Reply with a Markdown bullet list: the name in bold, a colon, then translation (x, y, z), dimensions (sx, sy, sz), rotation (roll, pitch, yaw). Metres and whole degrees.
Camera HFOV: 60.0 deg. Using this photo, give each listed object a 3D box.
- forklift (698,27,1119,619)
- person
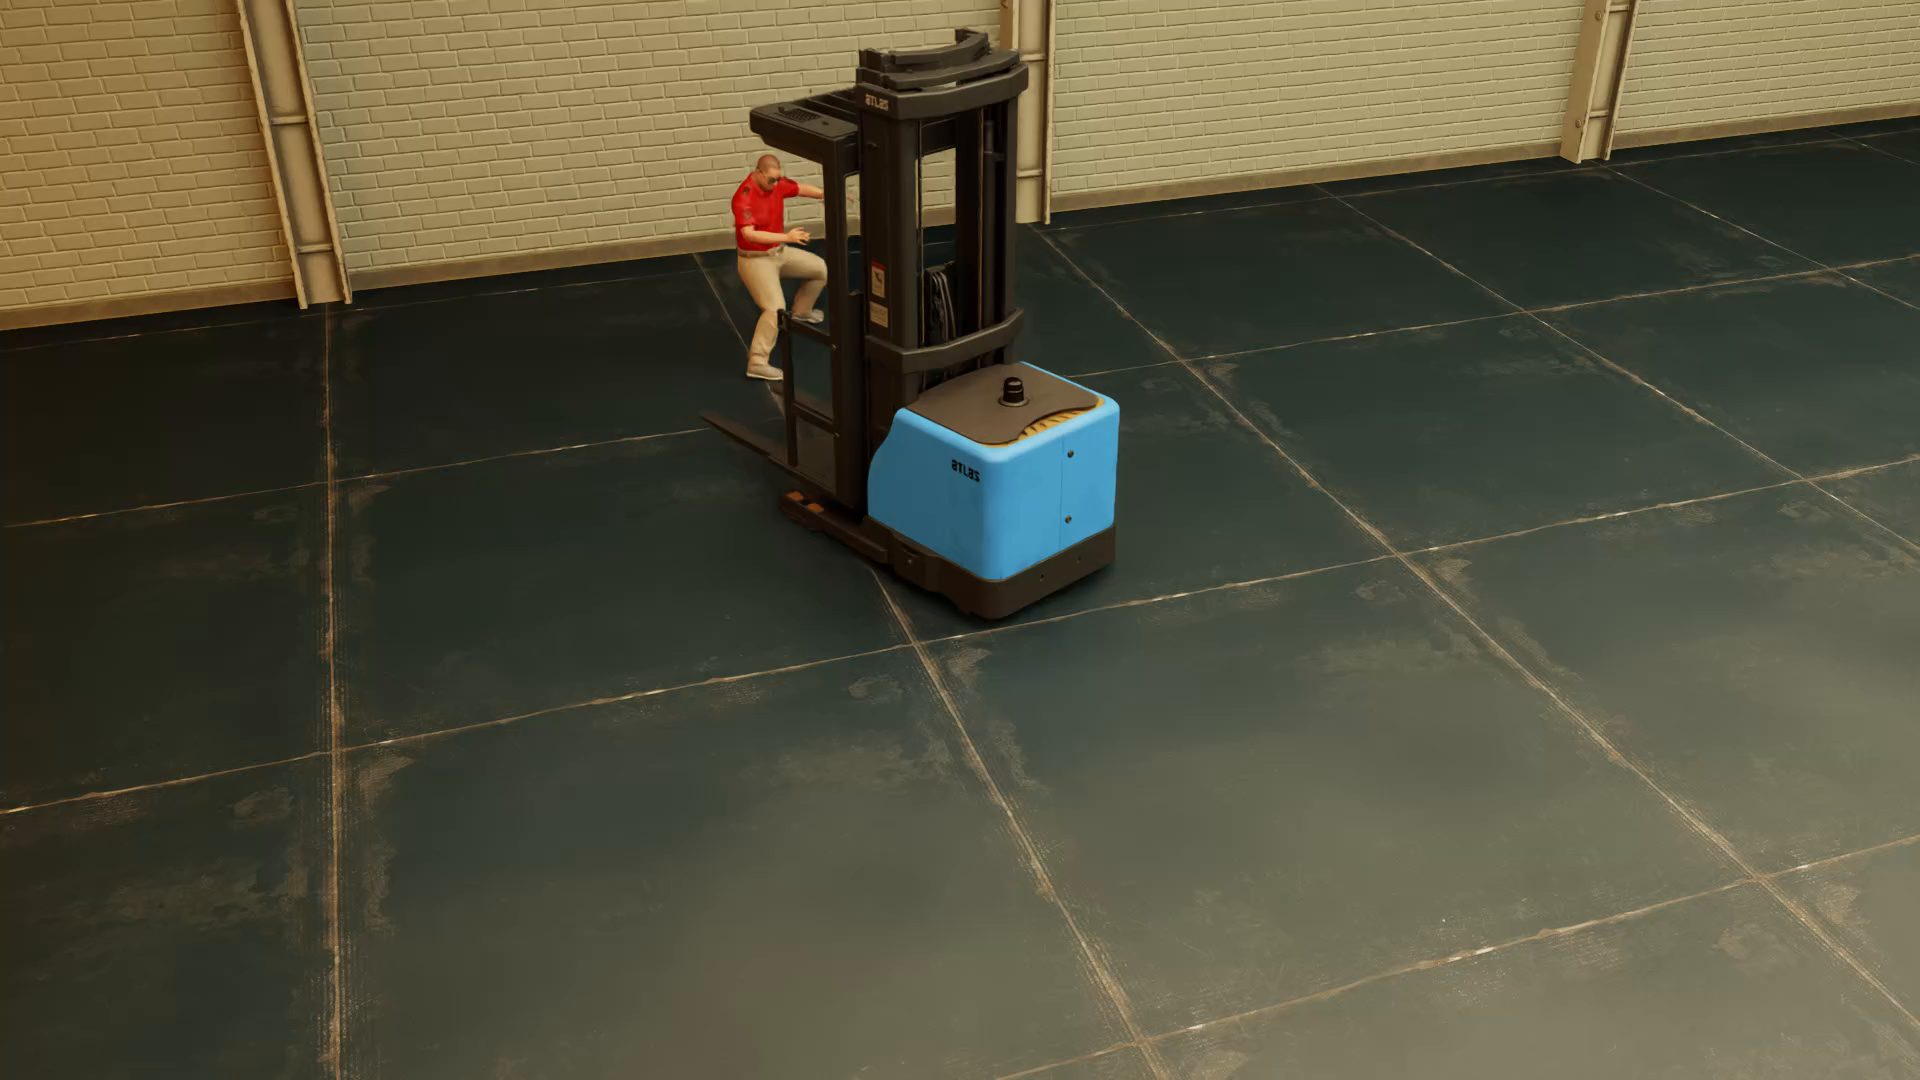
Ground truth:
- **forklift**: translation (-0.469, -1.483, 9.665), dimensions (1.130, 2.935, 3.031), rotation (-25, 38, -36)
- **person**: translation (-1.261, -2.084, 12.141), dimensions (0.680, 1.497, 1.193), rotation (16, 33, 25)
